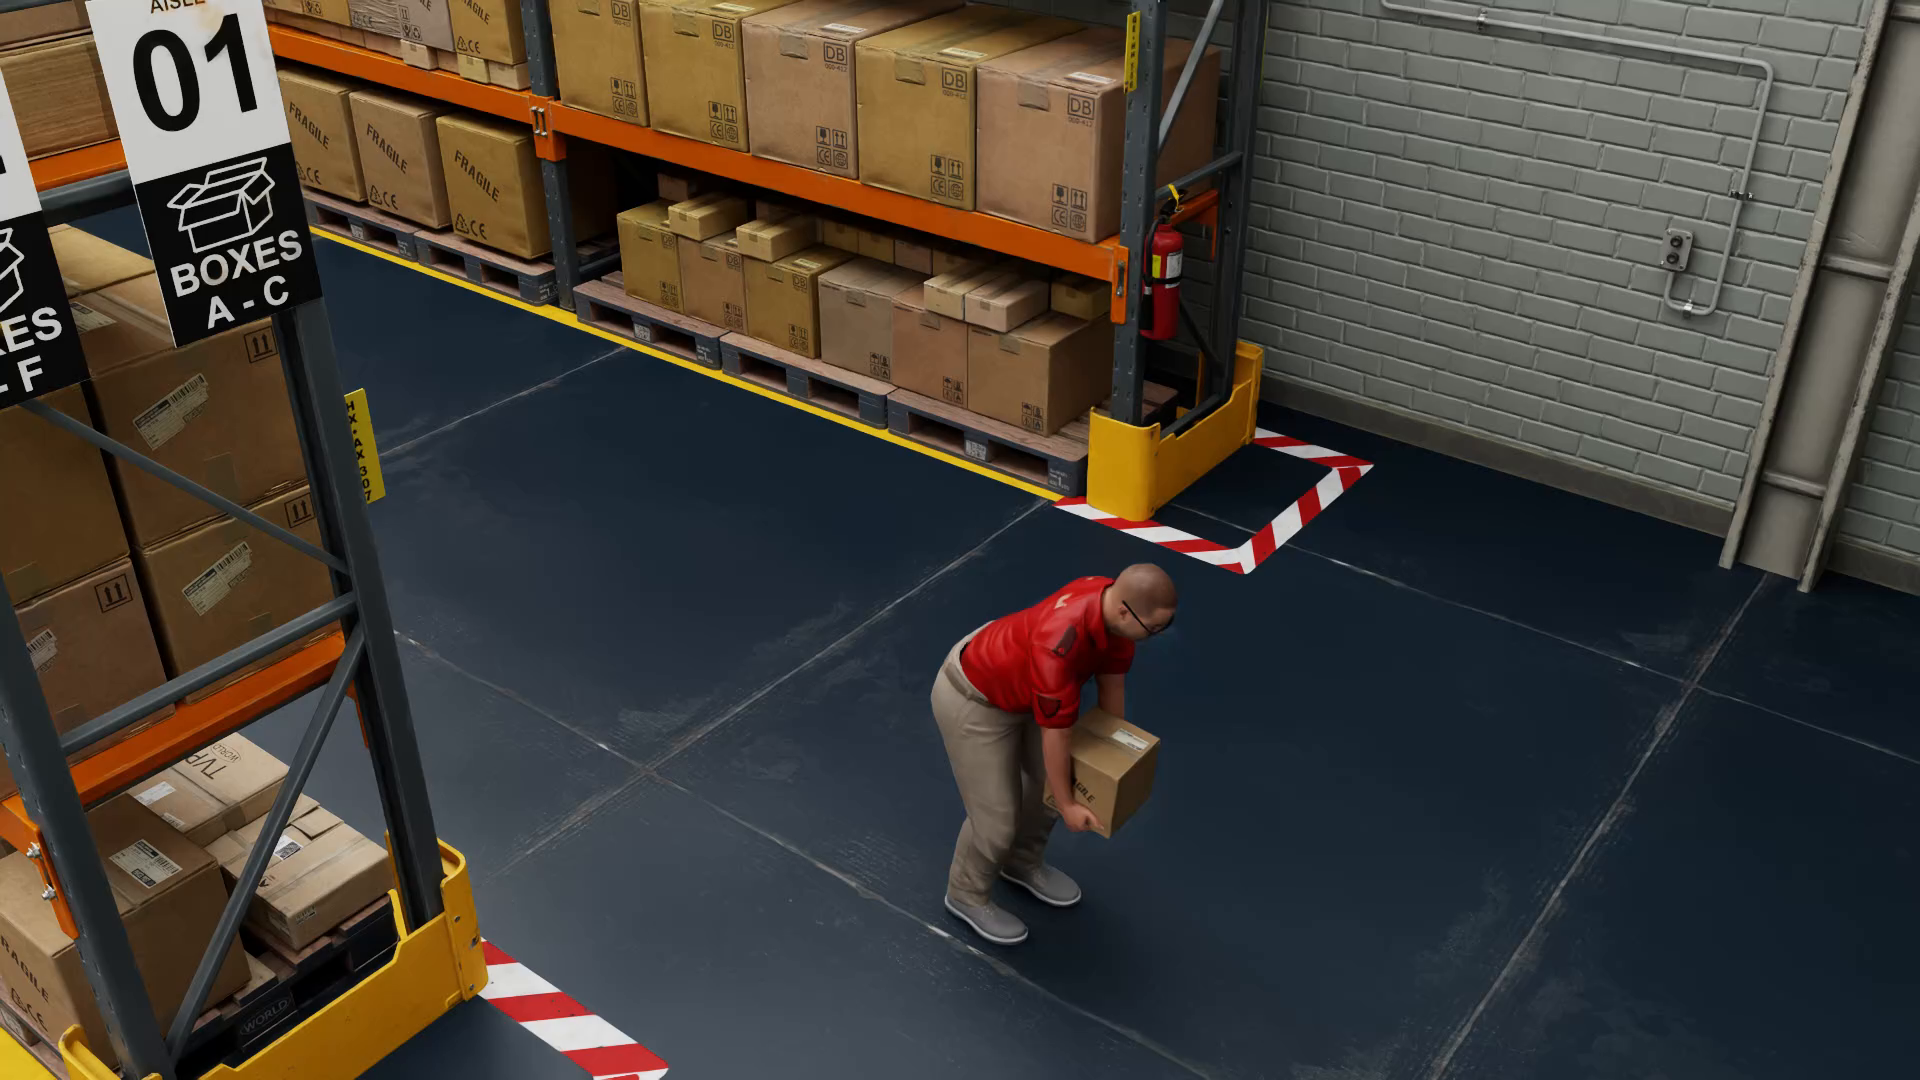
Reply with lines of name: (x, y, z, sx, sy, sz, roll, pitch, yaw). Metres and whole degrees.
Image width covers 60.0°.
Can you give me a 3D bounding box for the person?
person: (0.293, 0.643, 5.296, 0.779, 1.501, 0.486, 20, 36, 30)
